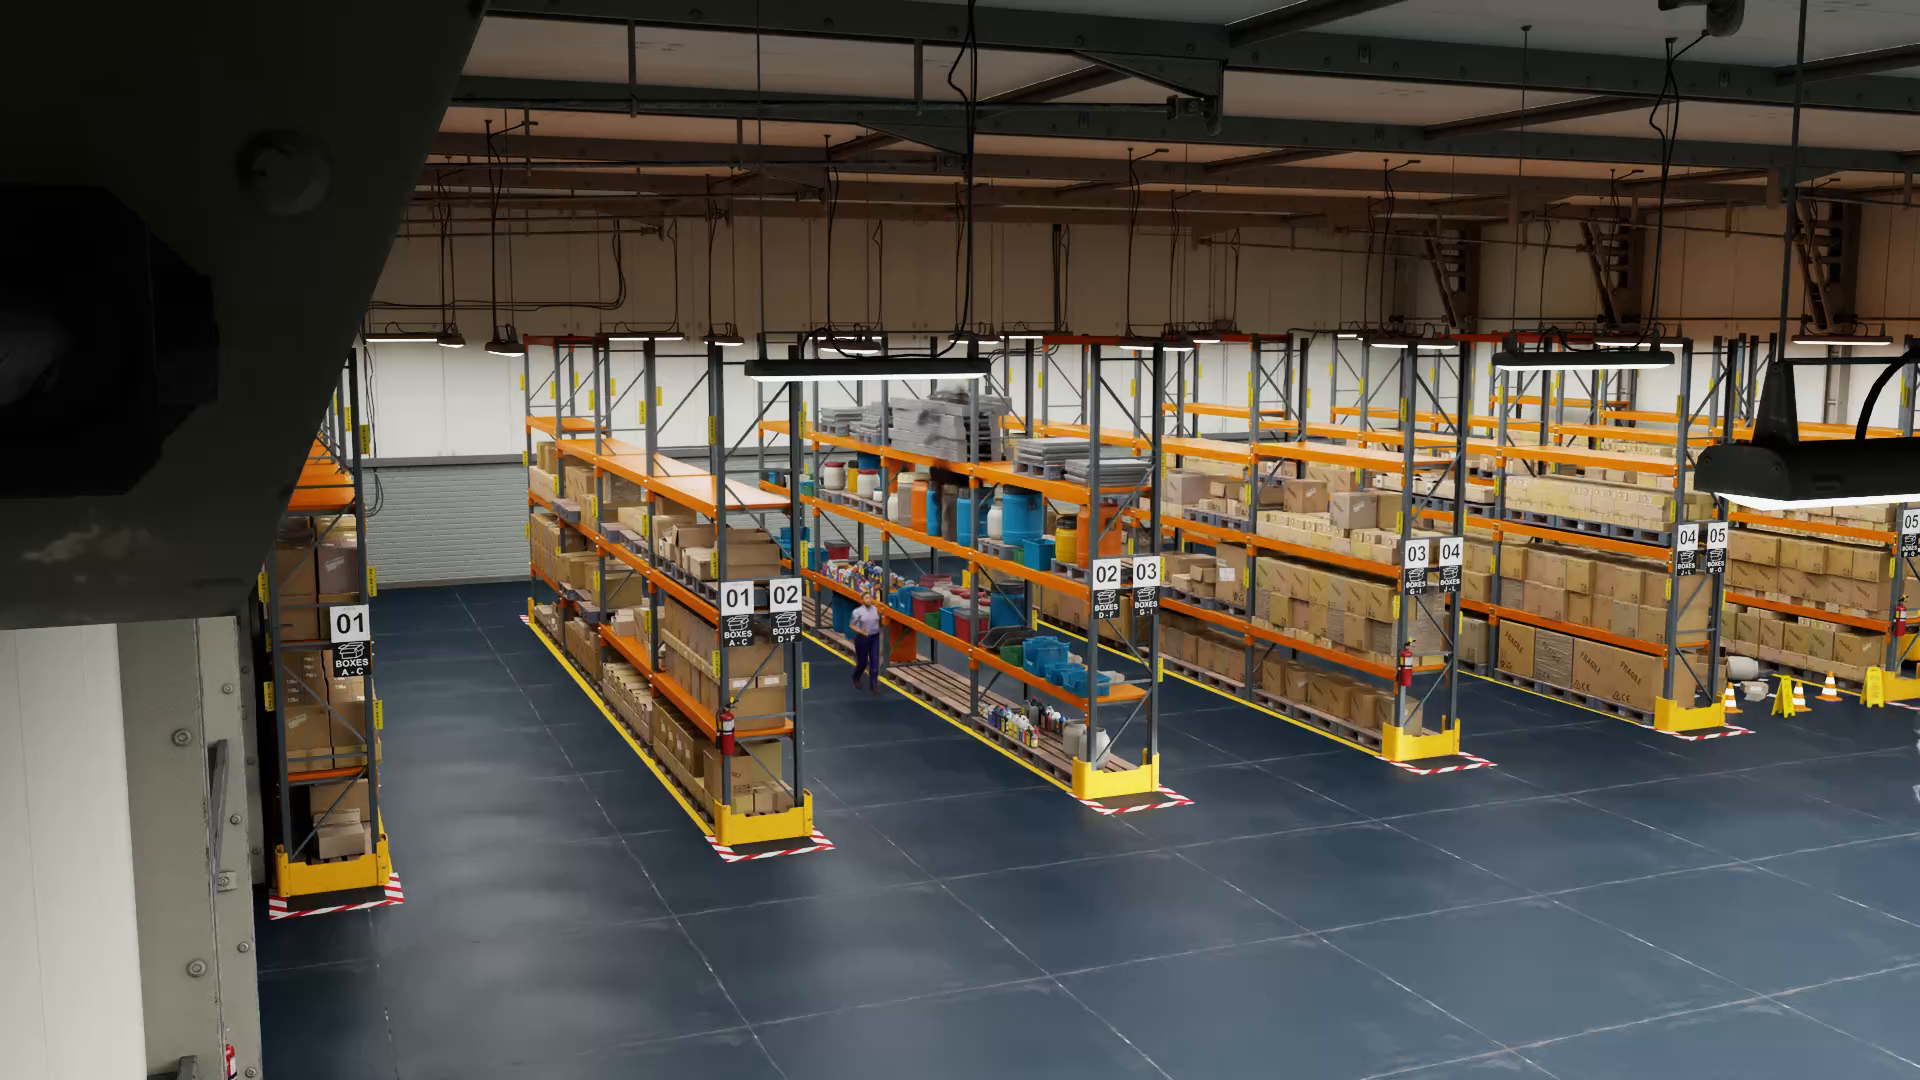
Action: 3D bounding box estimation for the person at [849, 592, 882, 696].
[{"bbox_3d":[-1.496,1.661,26.966,0.607,1.638,0.779,-4,9,-29],"label":"person"}]
